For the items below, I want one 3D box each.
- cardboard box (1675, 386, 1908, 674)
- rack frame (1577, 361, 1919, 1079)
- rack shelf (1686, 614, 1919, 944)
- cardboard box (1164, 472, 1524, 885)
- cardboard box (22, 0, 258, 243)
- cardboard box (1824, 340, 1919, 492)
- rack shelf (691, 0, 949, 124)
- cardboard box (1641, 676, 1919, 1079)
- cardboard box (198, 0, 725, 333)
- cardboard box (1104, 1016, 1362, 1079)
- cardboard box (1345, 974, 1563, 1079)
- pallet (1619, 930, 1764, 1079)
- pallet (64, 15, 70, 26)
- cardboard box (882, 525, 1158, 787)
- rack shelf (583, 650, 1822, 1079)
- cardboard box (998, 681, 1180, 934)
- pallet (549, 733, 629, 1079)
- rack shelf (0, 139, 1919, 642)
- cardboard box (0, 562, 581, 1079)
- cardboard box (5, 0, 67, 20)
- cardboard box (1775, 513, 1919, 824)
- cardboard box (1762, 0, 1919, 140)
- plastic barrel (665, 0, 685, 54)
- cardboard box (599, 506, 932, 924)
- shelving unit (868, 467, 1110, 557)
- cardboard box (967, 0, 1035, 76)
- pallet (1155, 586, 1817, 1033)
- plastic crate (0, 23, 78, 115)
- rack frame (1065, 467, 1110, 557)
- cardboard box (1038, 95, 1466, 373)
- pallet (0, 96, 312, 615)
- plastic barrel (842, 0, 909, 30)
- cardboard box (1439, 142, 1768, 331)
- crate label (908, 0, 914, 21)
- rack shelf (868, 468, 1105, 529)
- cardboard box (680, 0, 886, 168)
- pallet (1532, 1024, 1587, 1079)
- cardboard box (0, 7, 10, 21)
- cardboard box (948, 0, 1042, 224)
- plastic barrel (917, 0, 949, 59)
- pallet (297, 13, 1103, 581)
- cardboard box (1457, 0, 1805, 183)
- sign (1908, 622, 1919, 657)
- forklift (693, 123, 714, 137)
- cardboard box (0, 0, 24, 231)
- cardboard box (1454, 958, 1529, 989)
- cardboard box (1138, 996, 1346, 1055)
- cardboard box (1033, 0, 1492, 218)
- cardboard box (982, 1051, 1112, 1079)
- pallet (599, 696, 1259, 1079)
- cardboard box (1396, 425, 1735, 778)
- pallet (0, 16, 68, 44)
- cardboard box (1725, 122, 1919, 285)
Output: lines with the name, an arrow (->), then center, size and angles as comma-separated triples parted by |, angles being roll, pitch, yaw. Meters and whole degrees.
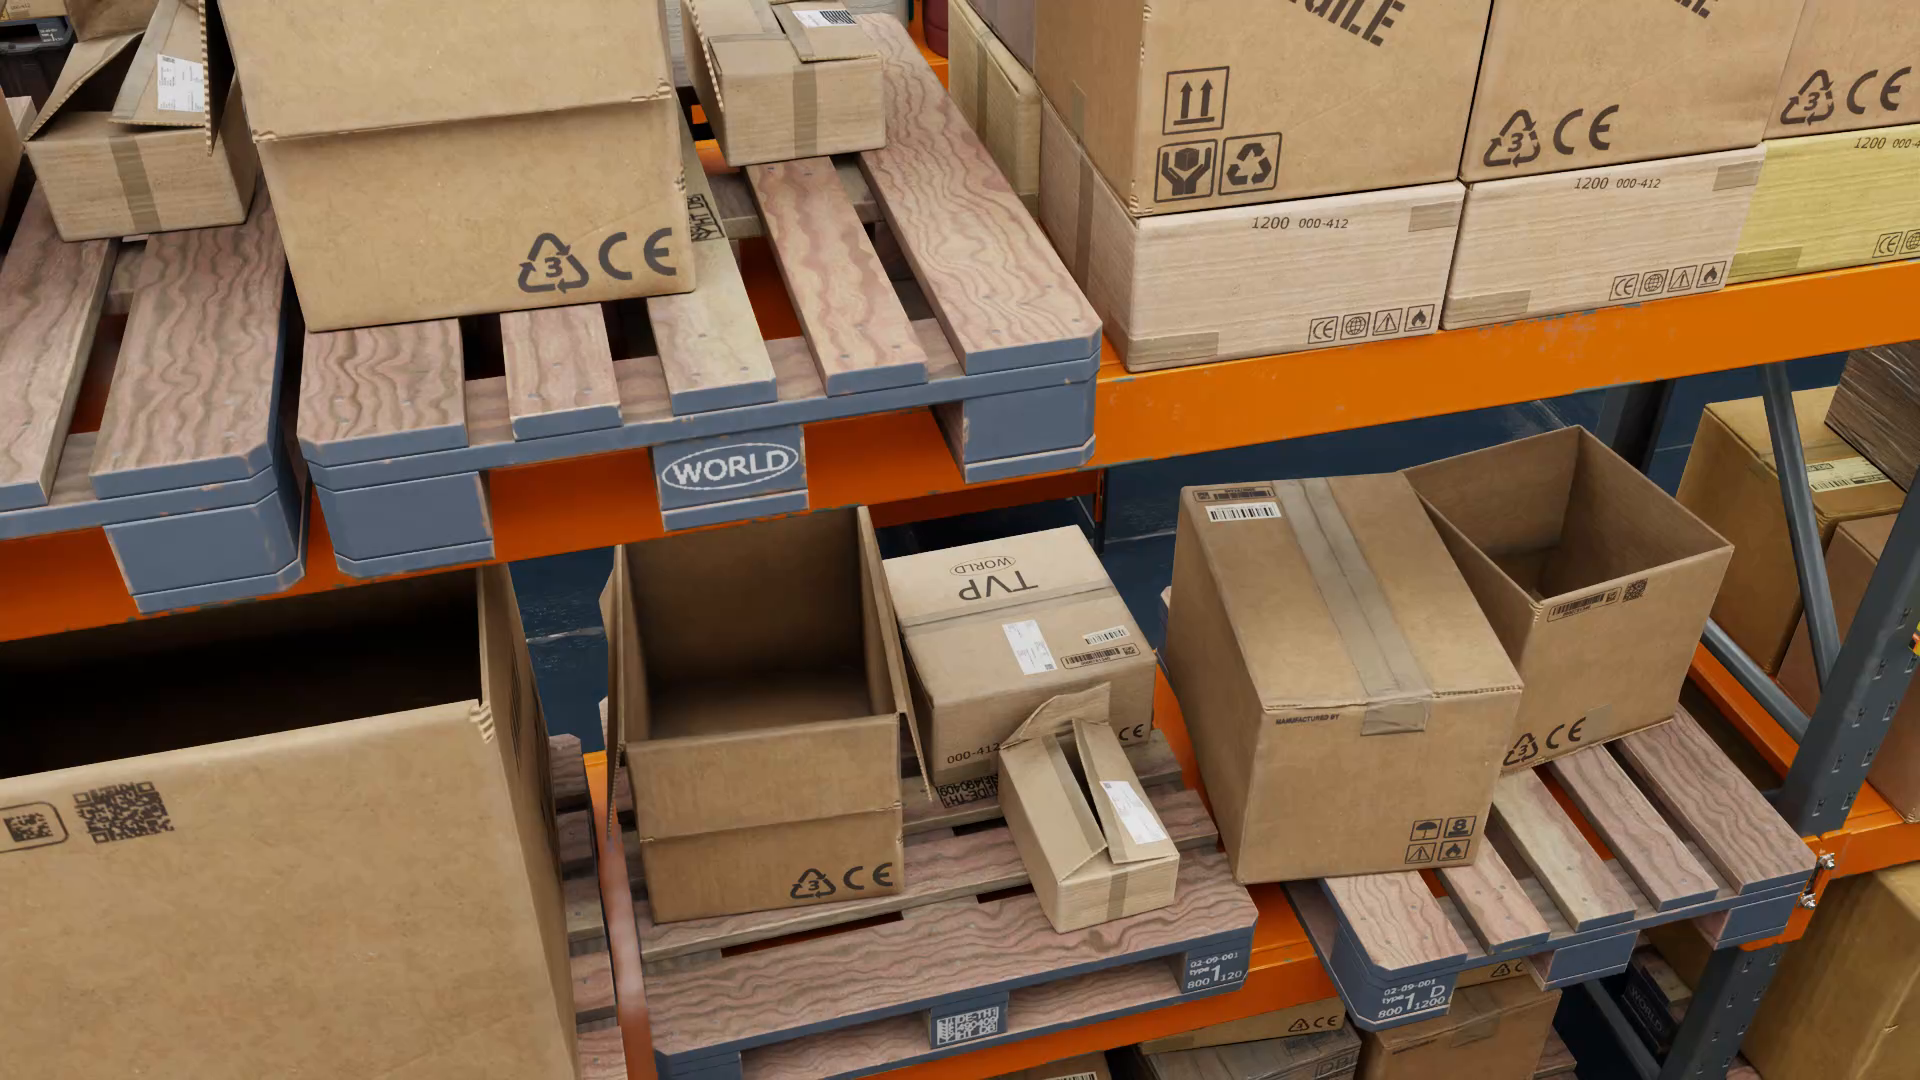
cardboard box -> 2.201, -0.039, 4.250 | 0.500, 0.500, 0.500 | -8, 38, -11
rack frame -> 1.789, 0.224, 3.989 | 0.127, 3.000, 1.000 | -9, 38, -12
rack shelf -> 3.720, 0.193, 4.621 | 4.000, 0.370, 1.077 | -9, 38, -12
cardboard box -> 0.765, 0.273, 3.496 | 0.500, 0.500, 0.700 | -4, 38, -5
cardboard box -> -1.191, -0.655, 2.434 | 0.258, 0.266, 0.396 | -8, 38, -10
cardboard box -> 2.499, -0.321, 3.792 | 0.637, 0.503, 0.797 | -8, 38, -10
rack shelf -> -1.433, -2.079, 7.591 | 4.000, 0.370, 1.077 | -9, 38, -12
cardboard box -> 2.460, 0.804, 4.633 | 0.875, 0.875, 1.225 | -11, 39, -14
cardboard box -> -0.684, -0.708, 2.307 | 0.637, 0.503, 0.797 | -8, 38, -10
cardboard box -> 0.615, 1.255, 4.336 | 0.500, 0.500, 0.700 | -12, 39, -16
cardboard box -> 1.147, 1.160, 4.460 | 0.500, 0.500, 0.700 | -11, 39, -14
pallet -> 2.570, 1.251, 4.941 | 1.213, 0.211, 1.003 | -9, 38, -12
pallet -> -5.431, -3.745, 11.472 | 1.213, 0.211, 1.003 | -9, 38, -12
cardboard box -> 0.111, 0.247, 3.736 | 0.500, 0.250, 0.500 | -10, 39, -13
rack shelf -> -0.142, 0.826, 3.793 | 4.000, 0.370, 1.077 | -9, 38, -12
cardboard box -> 0.249, 0.533, 3.349 | 0.258, 0.266, 0.396 | -10, 39, -13
pallet -> -1.297, 0.898, 3.265 | 1.213, 0.211, 1.003 | -9, 38, -12
rack shelf -> -0.142, -0.365, 2.882 | 4.000, 0.370, 1.077 | -9, 38, -12
cardboard box -> -1.269, 0.409, 2.908 | 1.000, 1.000, 1.000 | -9, 38, -12
cardboard box -> -6.007, -3.666, 10.991 | 0.500, 0.250, 0.500 | -9, 38, -12
cardboard box -> 2.329, 0.267, 3.850 | 0.500, 0.500, 0.500 | -8, 38, -11
cardboard box -> 1.393, -0.984, 2.604 | 0.500, 0.500, 0.500 | -8, 38, -11
plastic barrel -> -1.257, -2.309, 7.188 | 0.433, 0.535, 0.433 | 0, 37, 0
cardboard box -> -0.423, 0.321, 3.431 | 0.637, 0.503, 0.797 | -6, 38, -7
shelving unit -> 0.007, -0.448, 6.410 | 1.048, 1.125, 0.538 | -9, 38, -12
cardboard box -> 0.294, -1.120, 2.783 | 0.500, 0.500, 0.500 | -10, 39, -13
pallet -> 1.129, 0.475, 3.818 | 1.003, 0.211, 1.213 | -9, 38, -12
plastic crate -> -3.903, -2.015, 6.966 | 0.504, 0.338, 0.767 | -9, 38, -12
rack frame -> 0.497, -0.528, 6.515 | 0.032, 1.125, 0.500 | -9, 38, -12
cardboard box -> 0.433, -0.524, 2.621 | 0.500, 0.250, 0.500 | -8, 38, -11
pallet -> -1.449, -0.295, 2.352 | 1.003, 0.211, 1.213 | -9, 38, -12
plastic barrel -> -0.440, -2.438, 7.376 | 0.421, 0.512, 0.421 | 0, 37, 0
cardboard box -> 0.918, -0.602, 2.723 | 0.500, 0.250, 0.500 | -9, 38, -12
crate label -> -0.532, -2.697, 7.777 | 0.616, 0.435, 0.502 | -9, 38, -12
rack shelf -> 0.007, -0.254, 6.558 | 1.000, 0.278, 0.538 | -9, 38, -12
cardboard box -> -0.289, -0.764, 2.657 | 0.250, 0.166, 0.380 | -10, 39, -13
pallet -> 1.034, 1.454, 4.675 | 1.213, 0.211, 1.003 | -9, 38, -12
cardboard box -> -6.489, -3.586, 10.886 | 0.500, 0.250, 0.500 | -9, 38, -12
cardboard box -> 0.279, -0.815, 3.001 | 0.500, 0.250, 0.500 | -9, 38, -11
plastic barrel -> 0.129, -2.484, 7.417 | 0.708, 0.536, 0.600 | -9, 38, -12
pallet -> -0.449, -0.461, 2.569 | 1.003, 0.211, 1.213 | -9, 38, -12
cardboard box -> 0.901, -0.896, 2.490 | 0.500, 0.500, 0.500 | -9, 38, -12
sign -> 1.939, 0.112, 3.247 | 0.005, 0.325, 0.100 | -9, 38, -12
forklift -> -1.309, -3.838, 9.355 | 3.031, 2.935, 1.130 | -9, 38, -11
cardboard box -> -1.593, -0.558, 2.111 | 0.637, 0.503, 0.797 | -11, 39, -14
cardboard box -> 1.150, 0.868, 4.225 | 0.500, 0.250, 0.500 | -8, 38, -10
cardboard box -> 0.640, 0.958, 4.107 | 0.500, 0.250, 0.500 | -5, 38, -7
cardboard box -> 0.419, -0.826, 2.399 | 0.500, 0.500, 0.500 | -9, 38, -11
cardboard box -> 0.070, 1.349, 4.213 | 0.500, 0.500, 0.700 | -6, 38, -8
pallet -> -0.112, 0.638, 3.606 | 1.213, 0.211, 1.003 | -9, 38, -12
cardboard box -> 1.278, 0.126, 3.688 | 0.500, 0.500, 0.500 | -14, 40, -18
pallet -> -6.611, -3.549, 11.216 | 1.213, 0.211, 1.003 | -9, 38, -12
cardboard box -> 1.394, -0.689, 2.836 | 0.500, 0.250, 0.500 | -9, 38, -12
